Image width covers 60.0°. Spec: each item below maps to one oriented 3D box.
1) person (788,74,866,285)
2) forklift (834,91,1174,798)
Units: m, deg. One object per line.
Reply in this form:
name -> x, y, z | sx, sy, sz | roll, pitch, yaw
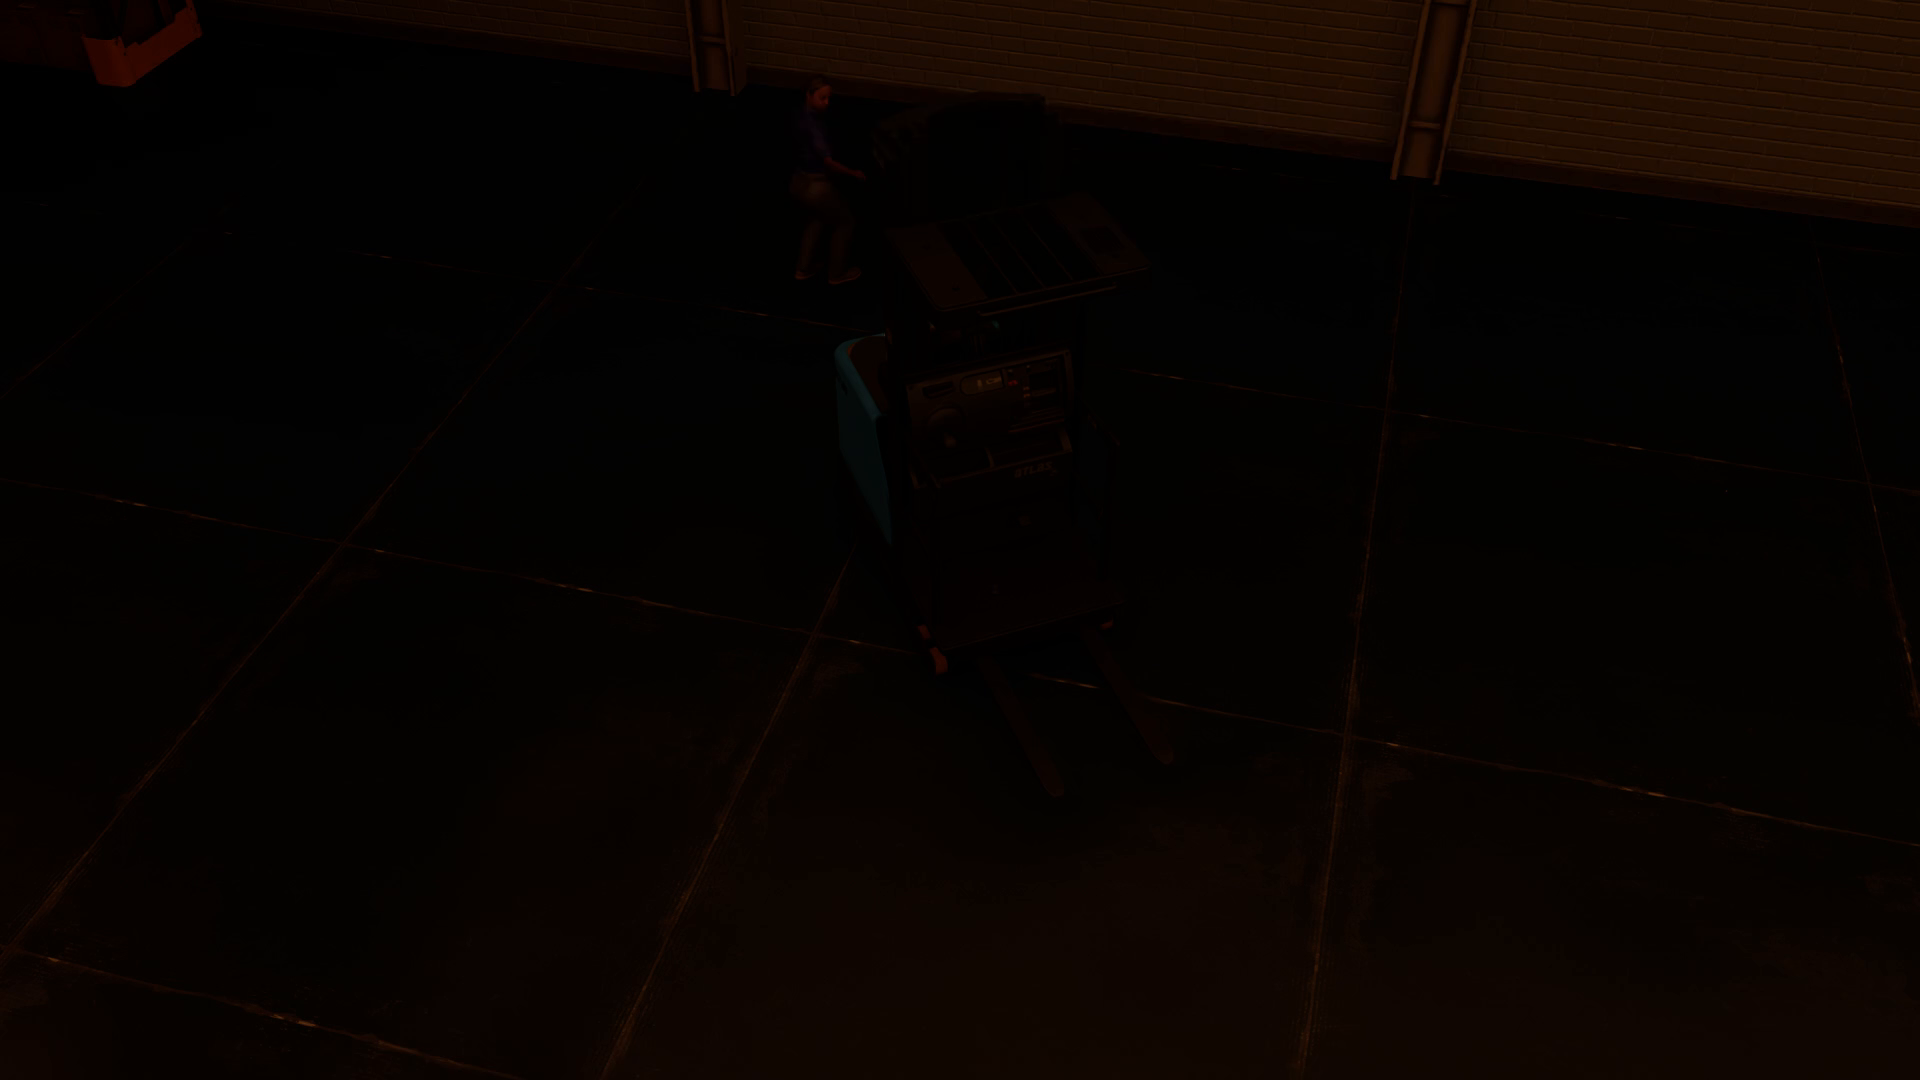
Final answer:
person -> -0.966, -2.541, 11.799 | 0.523, 1.608, 0.690 | -24, 47, -25
forklift -> 0.242, -0.662, 8.617 | 1.130, 2.935, 3.031 | -14, 43, -16
